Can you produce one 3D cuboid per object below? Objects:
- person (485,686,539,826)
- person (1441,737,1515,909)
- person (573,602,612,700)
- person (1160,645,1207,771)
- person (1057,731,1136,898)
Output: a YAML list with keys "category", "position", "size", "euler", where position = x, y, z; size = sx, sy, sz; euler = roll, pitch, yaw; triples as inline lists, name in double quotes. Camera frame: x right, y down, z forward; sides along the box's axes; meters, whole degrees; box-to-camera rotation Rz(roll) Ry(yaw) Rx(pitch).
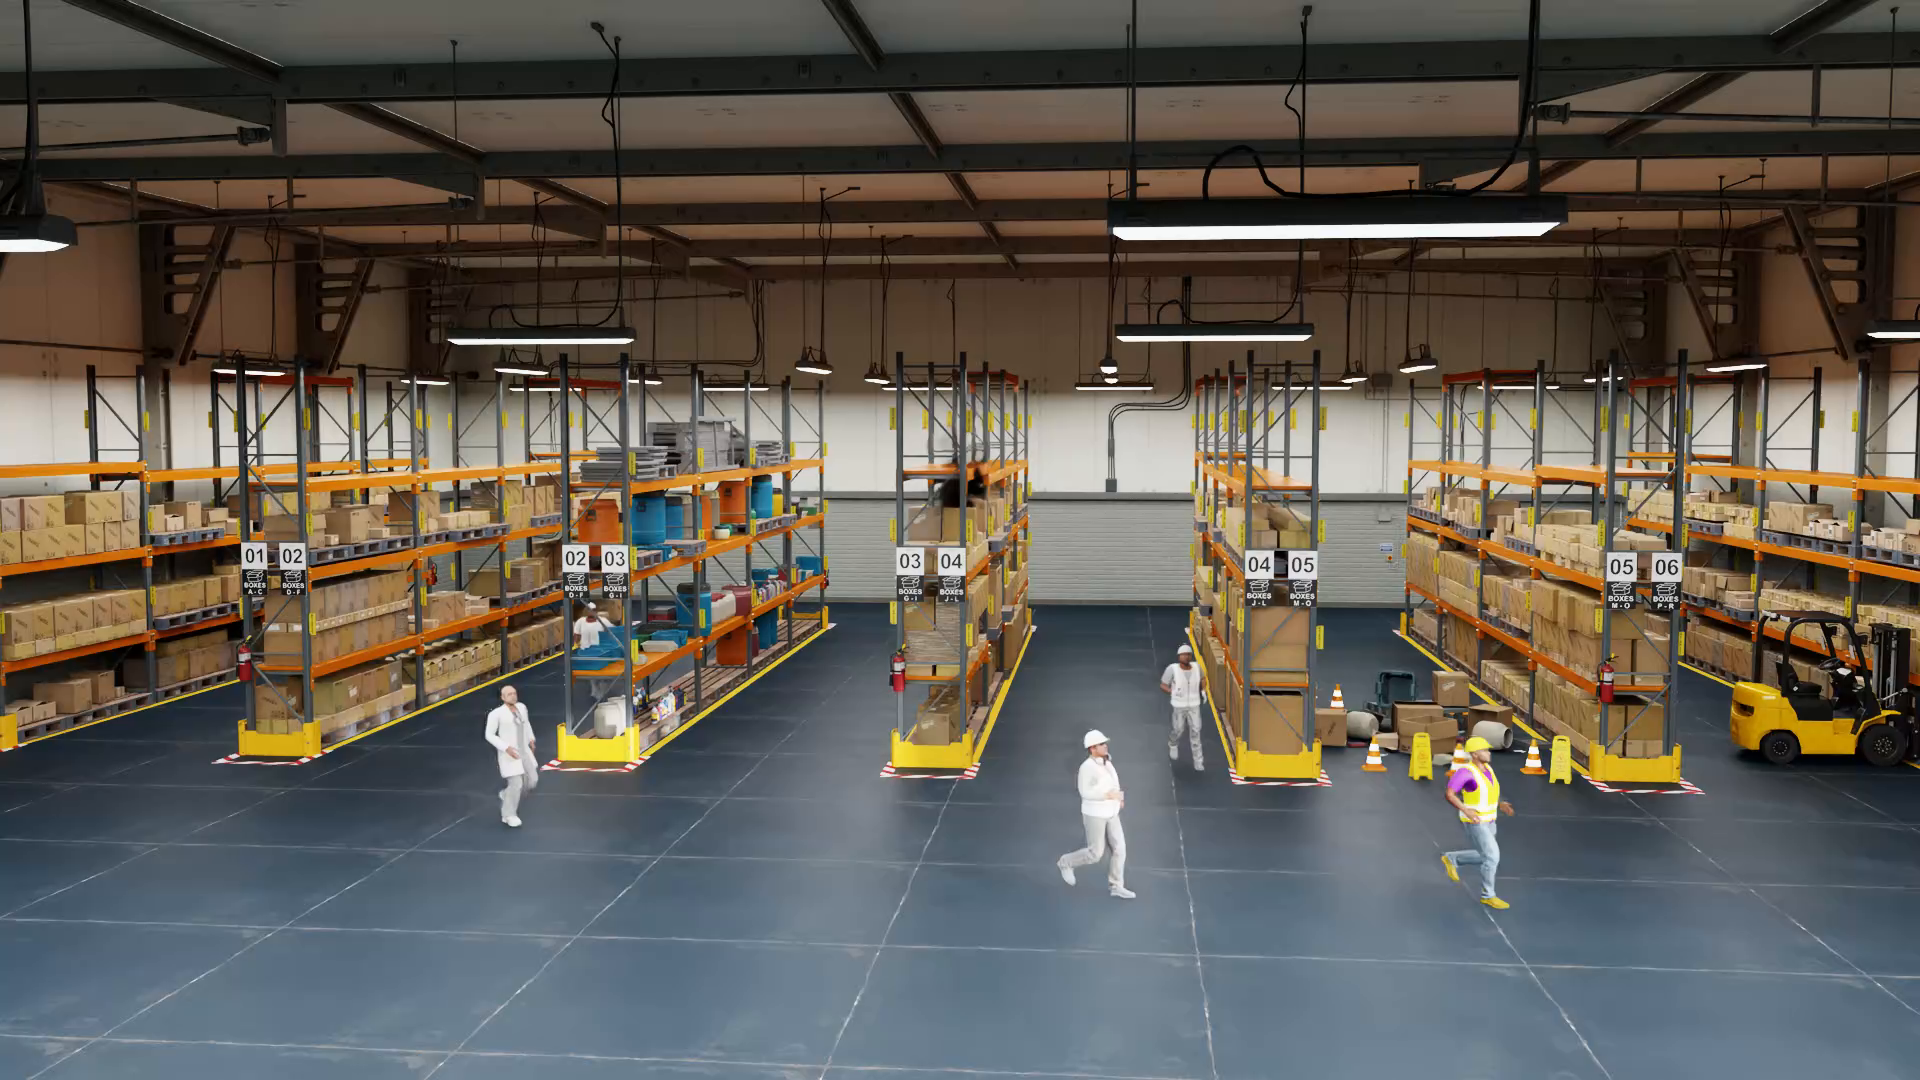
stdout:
- category: "person"
  position: [-5.548, 2.673, 20.663]
  size: [0.571, 1.738, 0.717]
  euler: [3, 5, 36]
- category: "person"
  position: [5.358, 2.914, 17.327]
  size: [0.796, 1.747, 0.700]
  euler: [4, 6, 43]
- category: "person"
  position: [-6.640, 2.002, 29.933]
  size: [0.684, 1.767, 0.696]
  euler: [1, 4, 7]
- category: "person"
  position: [3.240, 2.378, 23.927]
  size: [0.729, 1.763, 0.993]
  euler: [-1, 4, -12]
- category: "person"
  position: [1.461, 2.880, 17.556]
  size: [0.878, 1.746, 0.670]
  euler: [3, 5, 35]
